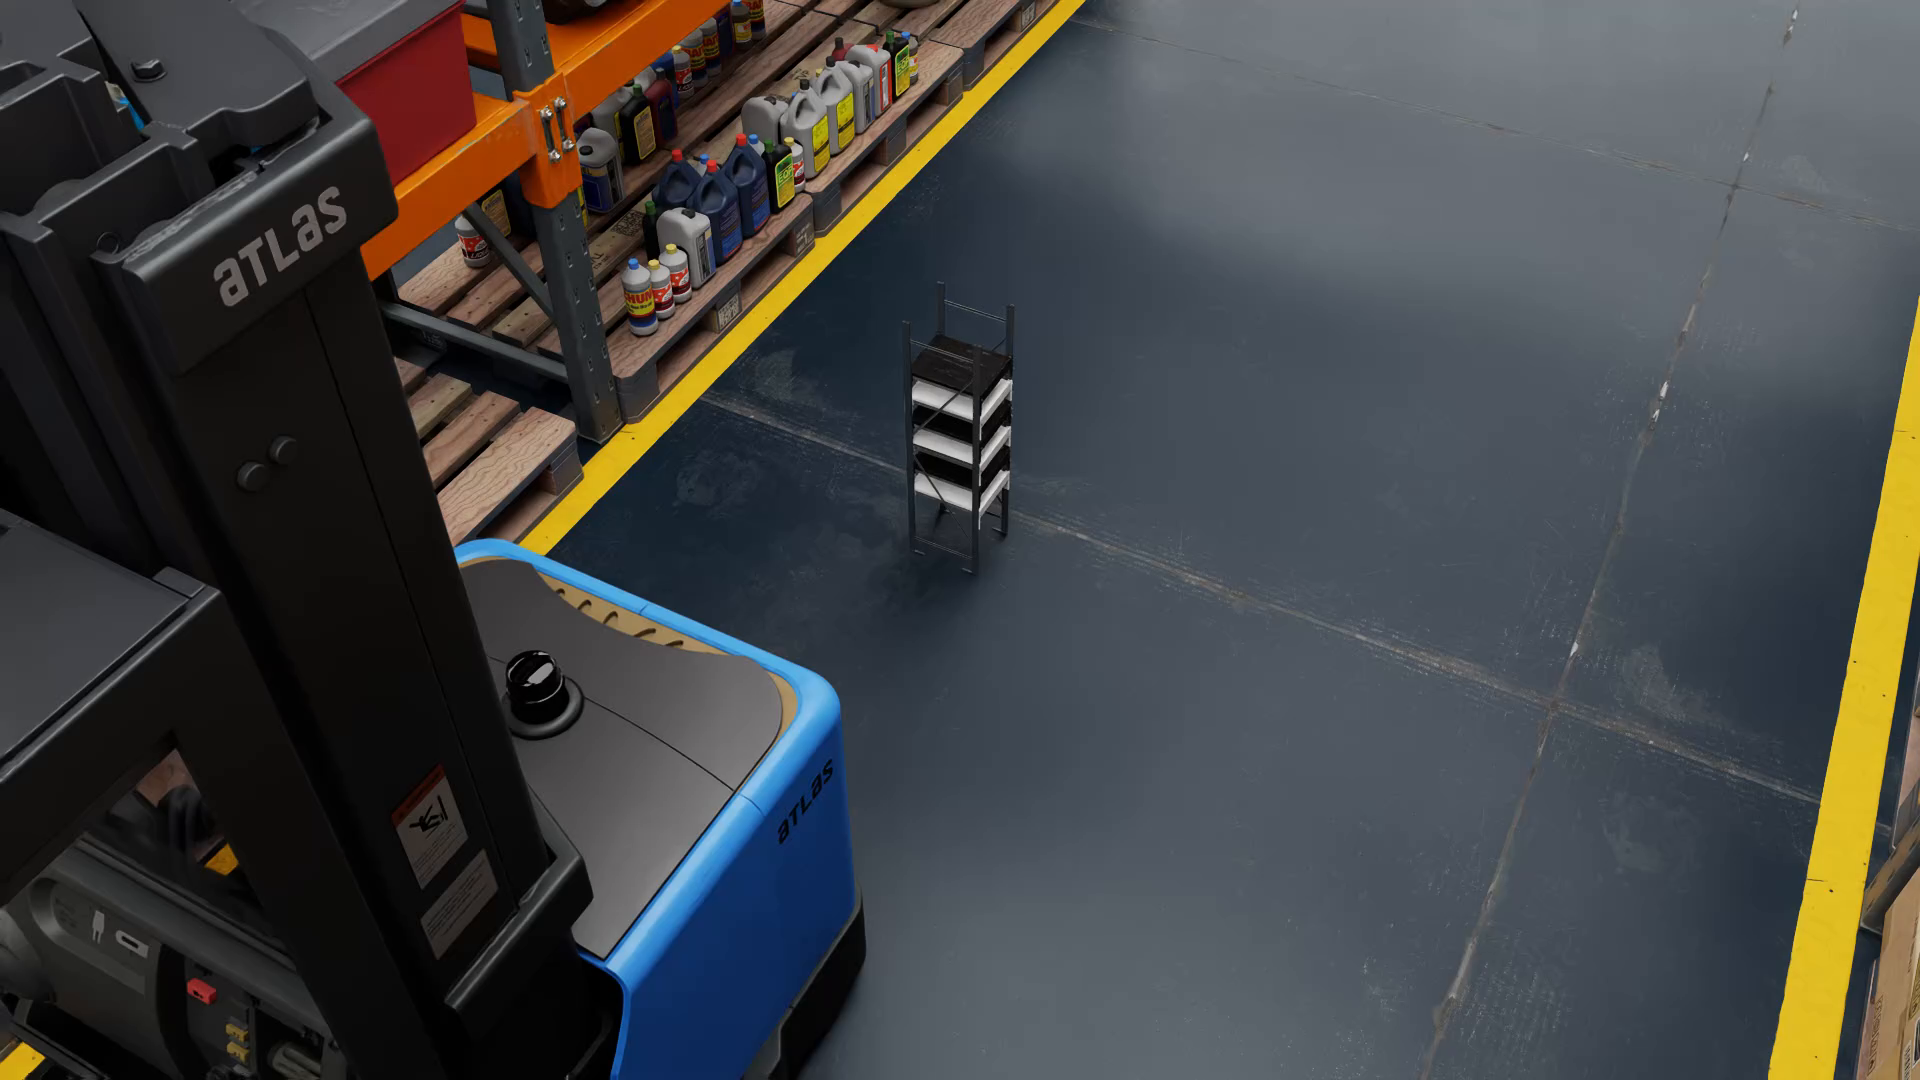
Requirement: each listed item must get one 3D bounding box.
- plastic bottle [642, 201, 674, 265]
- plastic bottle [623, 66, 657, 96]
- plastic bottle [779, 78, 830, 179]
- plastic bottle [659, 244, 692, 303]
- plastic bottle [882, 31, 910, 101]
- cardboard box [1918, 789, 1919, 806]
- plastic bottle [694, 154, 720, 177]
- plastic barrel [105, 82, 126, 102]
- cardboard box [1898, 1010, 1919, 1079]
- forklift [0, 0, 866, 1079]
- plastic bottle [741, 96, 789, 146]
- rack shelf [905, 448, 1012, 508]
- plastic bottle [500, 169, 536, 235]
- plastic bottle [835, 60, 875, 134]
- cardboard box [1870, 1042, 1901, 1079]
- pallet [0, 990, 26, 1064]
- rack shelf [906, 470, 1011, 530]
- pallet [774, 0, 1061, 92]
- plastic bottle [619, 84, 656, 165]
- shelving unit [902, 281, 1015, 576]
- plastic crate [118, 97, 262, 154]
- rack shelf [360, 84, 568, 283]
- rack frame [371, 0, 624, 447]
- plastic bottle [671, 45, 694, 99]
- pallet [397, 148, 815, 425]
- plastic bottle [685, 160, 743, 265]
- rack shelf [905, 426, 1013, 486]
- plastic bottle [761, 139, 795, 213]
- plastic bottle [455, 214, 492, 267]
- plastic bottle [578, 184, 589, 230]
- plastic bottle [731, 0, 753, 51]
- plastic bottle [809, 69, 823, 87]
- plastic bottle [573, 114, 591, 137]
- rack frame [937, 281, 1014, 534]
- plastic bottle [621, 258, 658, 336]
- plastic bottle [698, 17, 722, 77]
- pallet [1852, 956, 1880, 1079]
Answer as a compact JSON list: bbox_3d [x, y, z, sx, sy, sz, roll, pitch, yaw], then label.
[{"bbox_3d":[-1.043,-1.072,5.801,0.061,0.283,0.133,20,49,19],"label":"plastic bottle"},{"bbox_3d":[-1.249,-1.693,6.420,0.152,0.276,0.135,21,49,20],"label":"plastic bottle"},{"bbox_3d":[-0.584,-1.551,6.227,0.144,0.351,0.185,20,49,19],"label":"plastic bottle"},{"bbox_3d":[-0.980,-0.924,5.713,0.097,0.201,0.097,0,45,0],"label":"plastic bottle"},{"bbox_3d":[-0.256,-1.908,6.627,0.061,0.283,0.133,22,49,20],"label":"plastic bottle"},{"bbox_3d":[2.797,0.523,4.262,0.500,0.250,0.500,20,49,19],"label":"cardboard box"},{"bbox_3d":[-0.908,-1.267,6.003,0.097,0.271,0.097,0,45,0],"label":"plastic bottle"},{"bbox_3d":[-2.249,-1.087,4.119,0.433,0.535,0.433,0,45,0],"label":"plastic barrel"},{"bbox_3d":[2.125,1.182,3.216,0.500,0.311,0.500,20,49,19],"label":"cardboard box"},{"bbox_3d":[-1.377,0.783,2.416,1.130,2.935,3.031,21,49,20],"label":"forklift"},{"bbox_3d":[-0.726,-1.558,6.286,0.152,0.276,0.135,20,49,19],"label":"plastic bottle"},{"bbox_3d":[-0.004,-0.225,5.013,0.258,0.077,0.200,20,49,19],"label":"rack shelf"},{"bbox_3d":[-1.567,-1.294,5.973,0.144,0.351,0.185,19,48,18],"label":"plastic bottle"},{"bbox_3d":[-0.424,-1.747,6.474,0.152,0.276,0.135,19,48,18],"label":"plastic bottle"},{"bbox_3d":[2.130,1.381,3.414,0.500,0.250,0.500,22,49,20],"label":"cardboard box"},{"bbox_3d":[-2.506,0.690,4.420,1.003,0.211,1.213,20,49,19],"label":"pallet"},{"bbox_3d":[-0.004,-0.161,5.077,0.258,0.077,0.200,20,49,19],"label":"rack shelf"},{"bbox_3d":[-0.129,-2.535,7.607,1.003,0.211,1.213,20,49,19],"label":"pallet"},{"bbox_3d":[-1.225,-1.577,6.300,0.061,0.283,0.133,20,49,19],"label":"plastic bottle"},{"bbox_3d":[-0.004,-0.311,4.925,0.258,0.900,0.210,20,49,19],"label":"shelving unit"},{"bbox_3d":[-1.847,-0.766,3.909,0.392,0.384,0.575,20,49,19],"label":"plastic crate"},{"bbox_3d":[-2.539,-0.056,3.703,1.077,0.370,4.000,20,49,19],"label":"rack shelf"},{"bbox_3d":[-1.611,-1.569,4.692,1.000,3.000,0.127,20,49,19],"label":"rack frame"},{"bbox_3d":[-1.123,-1.879,6.657,0.097,0.201,0.097,0,45,0],"label":"plastic bottle"},{"bbox_3d":[-1.262,-0.998,6.088,1.003,0.211,1.213,20,49,19],"label":"pallet"},{"bbox_3d":[-0.869,-1.164,5.845,0.144,0.351,0.185,22,49,20],"label":"plastic bottle"},{"bbox_3d":[-0.004,-0.288,4.949,0.258,0.077,0.200,20,49,19],"label":"rack shelf"},{"bbox_3d":[-0.667,-1.350,6.075,0.061,0.283,0.133,23,50,21],"label":"plastic bottle"},{"bbox_3d":[-1.718,-1.072,5.858,0.097,0.201,0.097,0,45,0],"label":"plastic bottle"},{"bbox_3d":[-1.439,-1.246,5.926,0.144,0.351,0.185,20,49,19],"label":"plastic bottle"},{"bbox_3d":[-0.920,-2.156,6.930,0.097,0.201,0.097,0,45,0],"label":"plastic bottle"},{"bbox_3d":[-0.543,-1.751,6.529,0.097,0.201,0.097,0,45,0],"label":"plastic bottle"},{"bbox_3d":[-1.439,-1.507,6.231,0.061,0.283,0.133,24,50,22],"label":"plastic bottle"},{"bbox_3d":[0.043,-0.375,4.988,0.240,0.900,0.006,20,49,19],"label":"rack frame"},{"bbox_3d":[-1.075,-0.821,5.561,0.097,0.271,0.097,0,45,0],"label":"plastic bottle"},{"bbox_3d":[-1.031,-2.029,6.756,0.097,0.271,0.097,0,45,0],"label":"plastic bottle"},{"bbox_3d":[2.467,1.526,3.594,1.003,0.211,1.213,20,49,19],"label":"pallet"}]
